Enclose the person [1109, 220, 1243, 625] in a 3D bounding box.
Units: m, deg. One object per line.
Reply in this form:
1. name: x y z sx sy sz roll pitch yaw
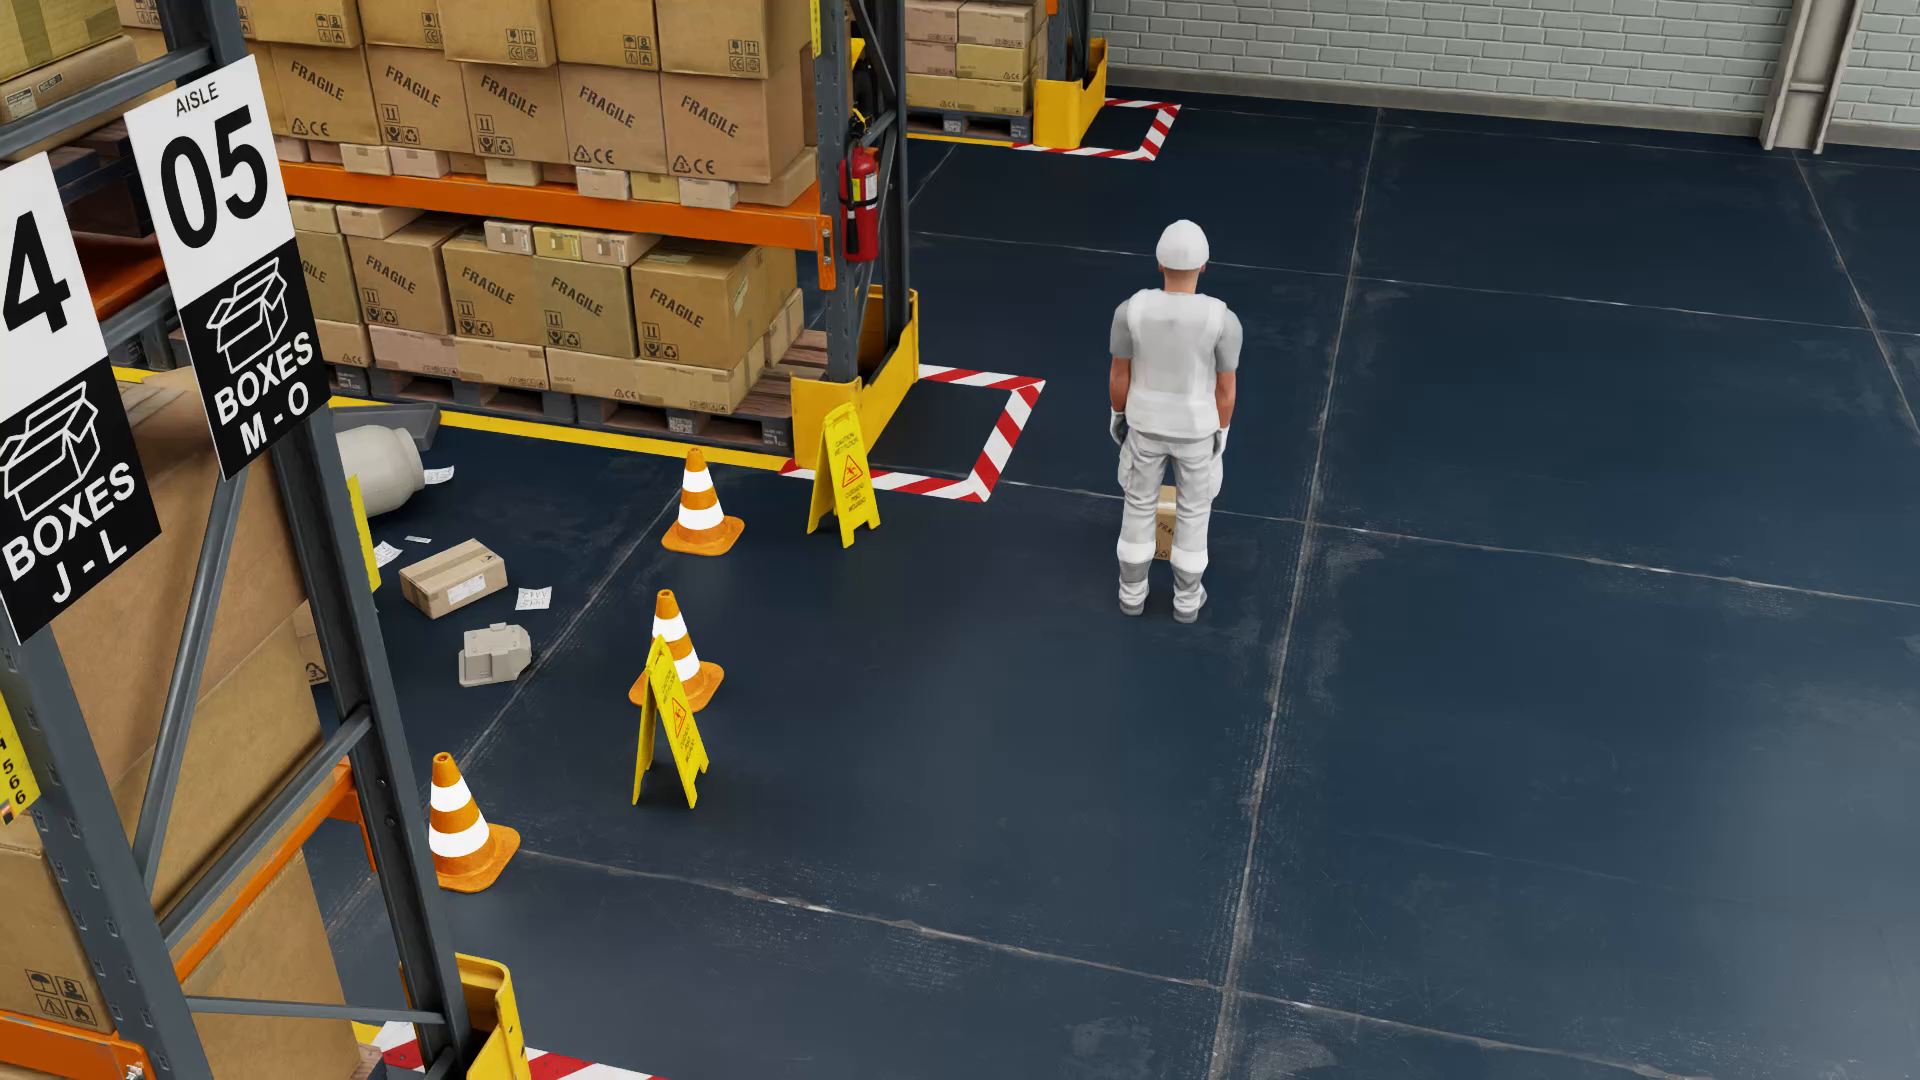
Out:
1. person: 0.868 -0.472 6.858 0.524 1.785 0.342 9 34 14
